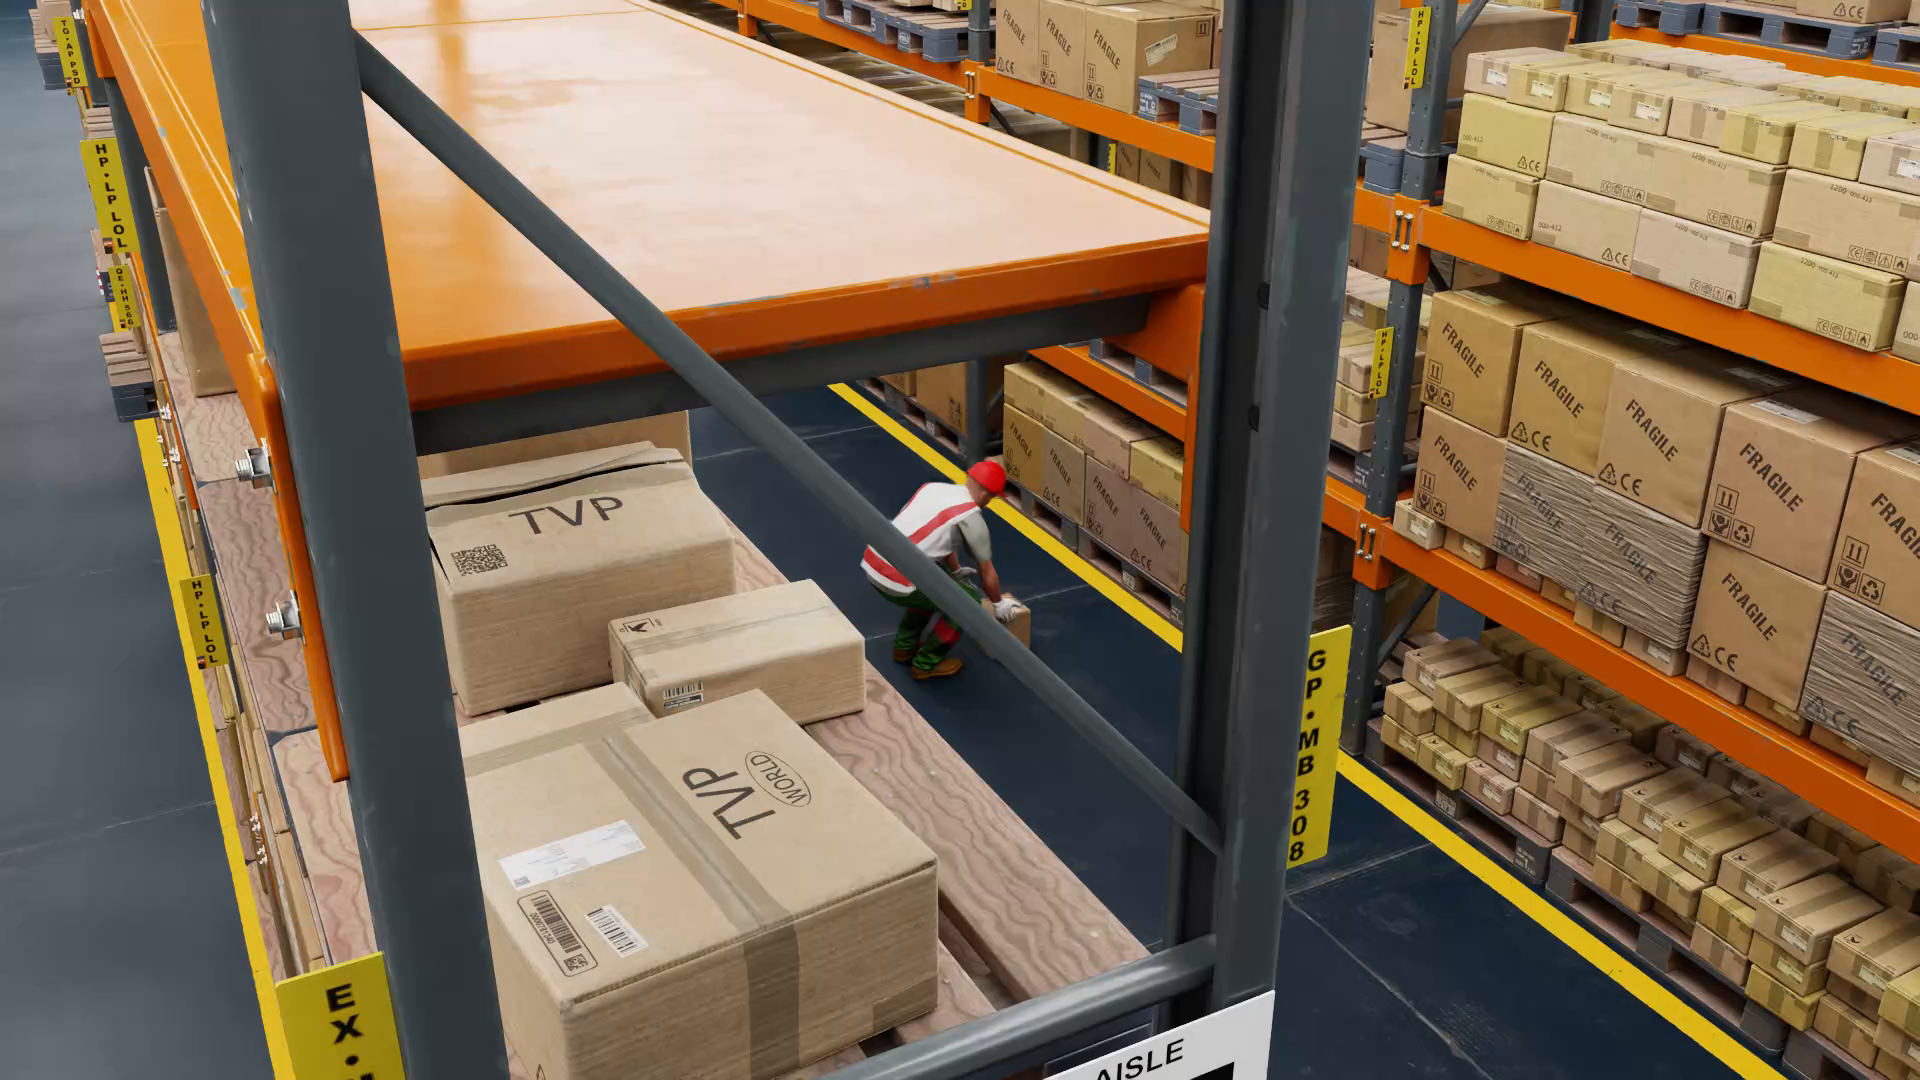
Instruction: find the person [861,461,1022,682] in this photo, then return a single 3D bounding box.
[{"bbox_3d":[-0.124,0.150,9.053,0.863,1.116,0.581,-13,28,-25],"label":"person"}]
